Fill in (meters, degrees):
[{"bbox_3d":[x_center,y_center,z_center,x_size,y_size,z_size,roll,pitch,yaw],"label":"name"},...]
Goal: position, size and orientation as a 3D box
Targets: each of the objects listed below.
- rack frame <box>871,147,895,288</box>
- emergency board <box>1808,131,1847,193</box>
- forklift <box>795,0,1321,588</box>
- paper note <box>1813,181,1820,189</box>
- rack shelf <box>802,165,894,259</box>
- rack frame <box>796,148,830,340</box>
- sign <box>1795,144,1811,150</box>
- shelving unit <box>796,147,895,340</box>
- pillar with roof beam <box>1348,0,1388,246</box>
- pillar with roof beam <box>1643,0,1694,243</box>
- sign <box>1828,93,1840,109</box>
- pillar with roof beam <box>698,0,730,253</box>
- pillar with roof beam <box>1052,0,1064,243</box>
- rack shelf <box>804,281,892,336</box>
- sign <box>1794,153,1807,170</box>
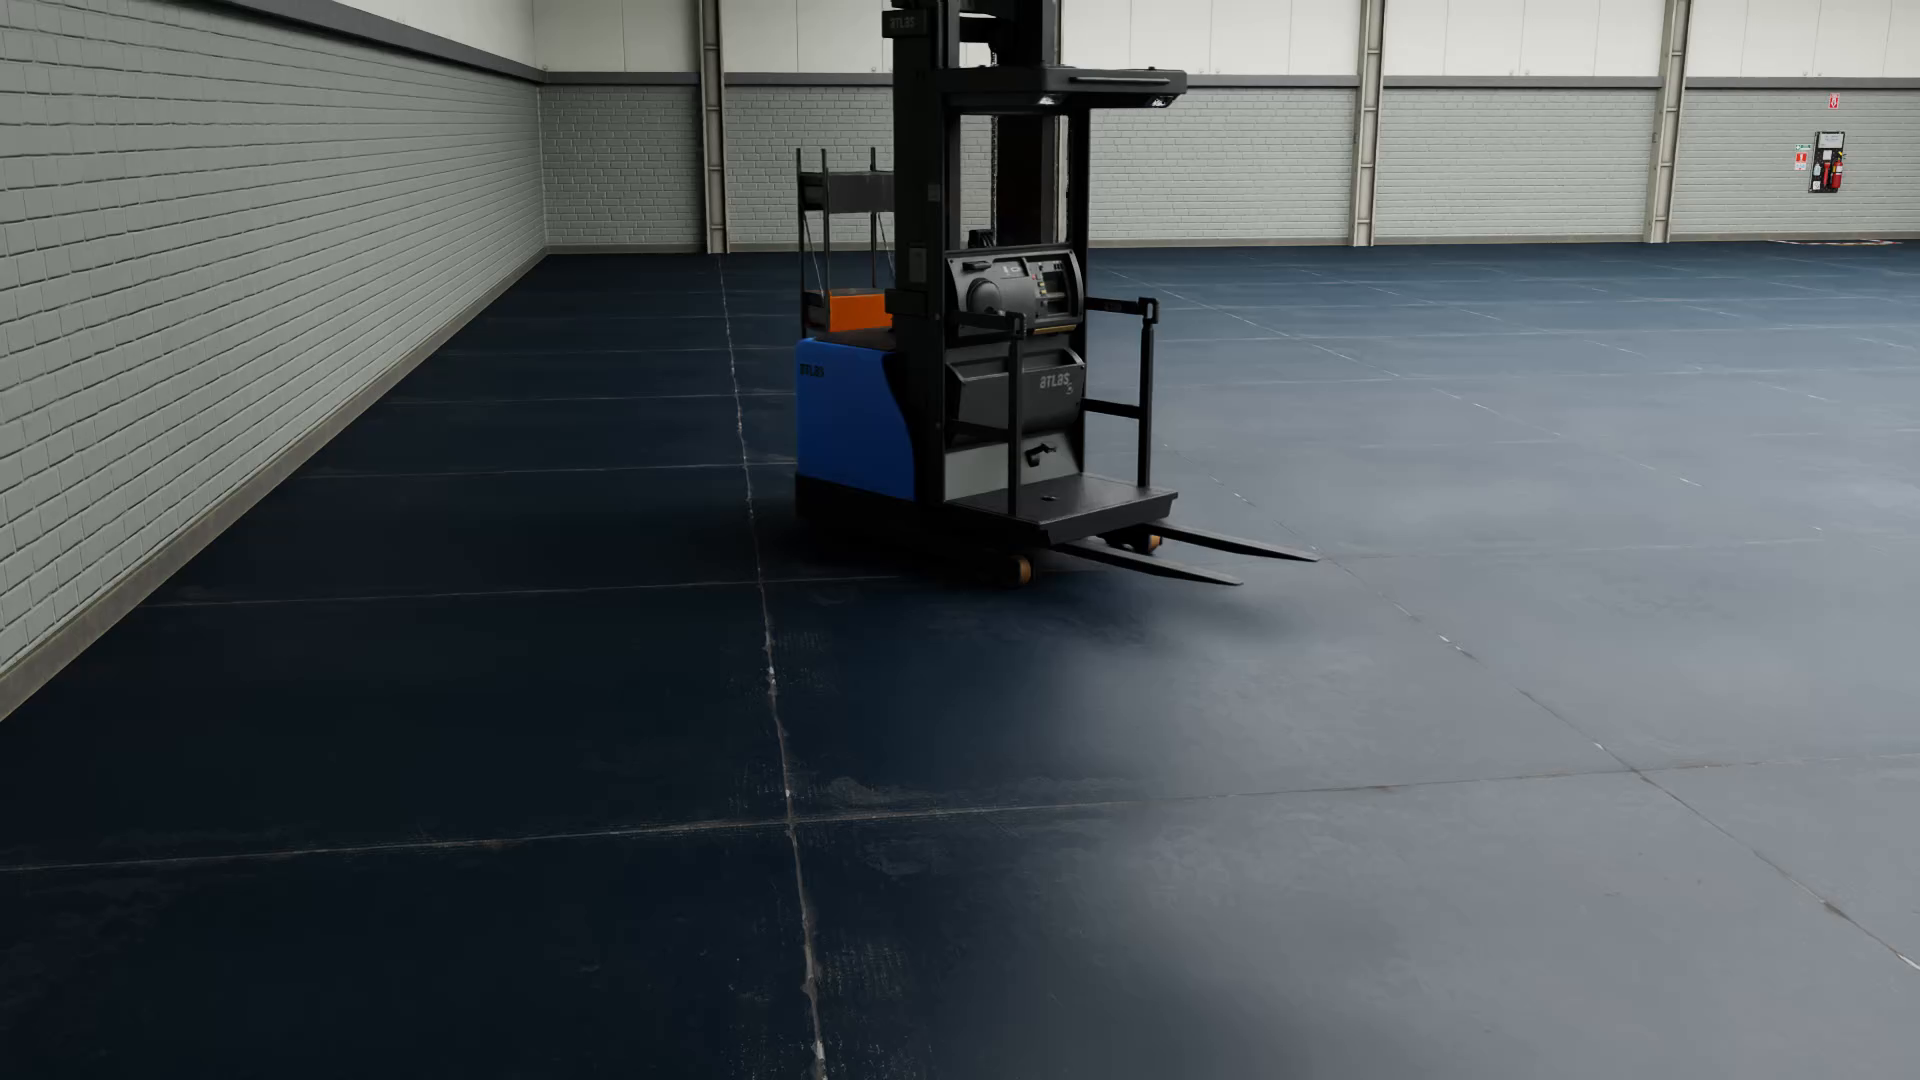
[{"bbox_3d":[-0.434,-1.311,10.126,0.015,2.100,0.400,-8,16,-28],"label":"rack frame"},{"bbox_3d":[16.975,-7.369,32.439,0.643,1.169,0.194,-2,14,-8],"label":"emergency board"},{"bbox_3d":[0.441,-1.325,8.481,1.130,2.935,3.031,-13,19,-42],"label":"forklift"},{"bbox_3d":[16.790,-6.952,32.587,0.142,0.148,0.016,-2,14,-8],"label":"paper note"},{"bbox_3d":[-0.649,-1.947,9.844,0.480,0.518,0.431,-8,16,-28],"label":"rack shelf"},{"bbox_3d":[-0.861,-1.252,9.898,0.015,2.100,0.400,-8,16,-28],"label":"rack frame"},{"bbox_3d":[16.419,-7.646,32.381,0.331,0.109,0.001,-2,14,-8],"label":"sign"},{"bbox_3d":[-0.647,-1.281,10.012,0.503,2.100,0.431,-8,16,-28],"label":"shelving unit"},{"bbox_3d":[8.200,-8.889,26.167,0.400,9.000,9.100,-2,14,-8],"label":"pillar with roof beam"},{"bbox_3d":[14.133,-9.106,27.034,0.400,9.000,9.100,-2,14,-8],"label":"pillar with roof beam"},{"bbox_3d":[16.952,-8.517,32.251,0.199,0.298,0.001,-2,14,-8],"label":"sign"},{"bbox_3d":[-3.667,-8.454,24.433,0.400,9.000,9.100,-2,14,-8],"label":"pillar with roof beam"},{"bbox_3d":[2.267,-8.671,25.300,0.400,9.000,9.100,-2,14,-8],"label":"pillar with roof beam"},{"bbox_3d":[-0.647,-1.268,10.015,0.480,0.518,0.431,-8,16,-28],"label":"rack shelf"},{"bbox_3d":[16.413,-7.391,32.454,0.234,0.329,0.001,-2,14,-8],"label":"sign"}]
